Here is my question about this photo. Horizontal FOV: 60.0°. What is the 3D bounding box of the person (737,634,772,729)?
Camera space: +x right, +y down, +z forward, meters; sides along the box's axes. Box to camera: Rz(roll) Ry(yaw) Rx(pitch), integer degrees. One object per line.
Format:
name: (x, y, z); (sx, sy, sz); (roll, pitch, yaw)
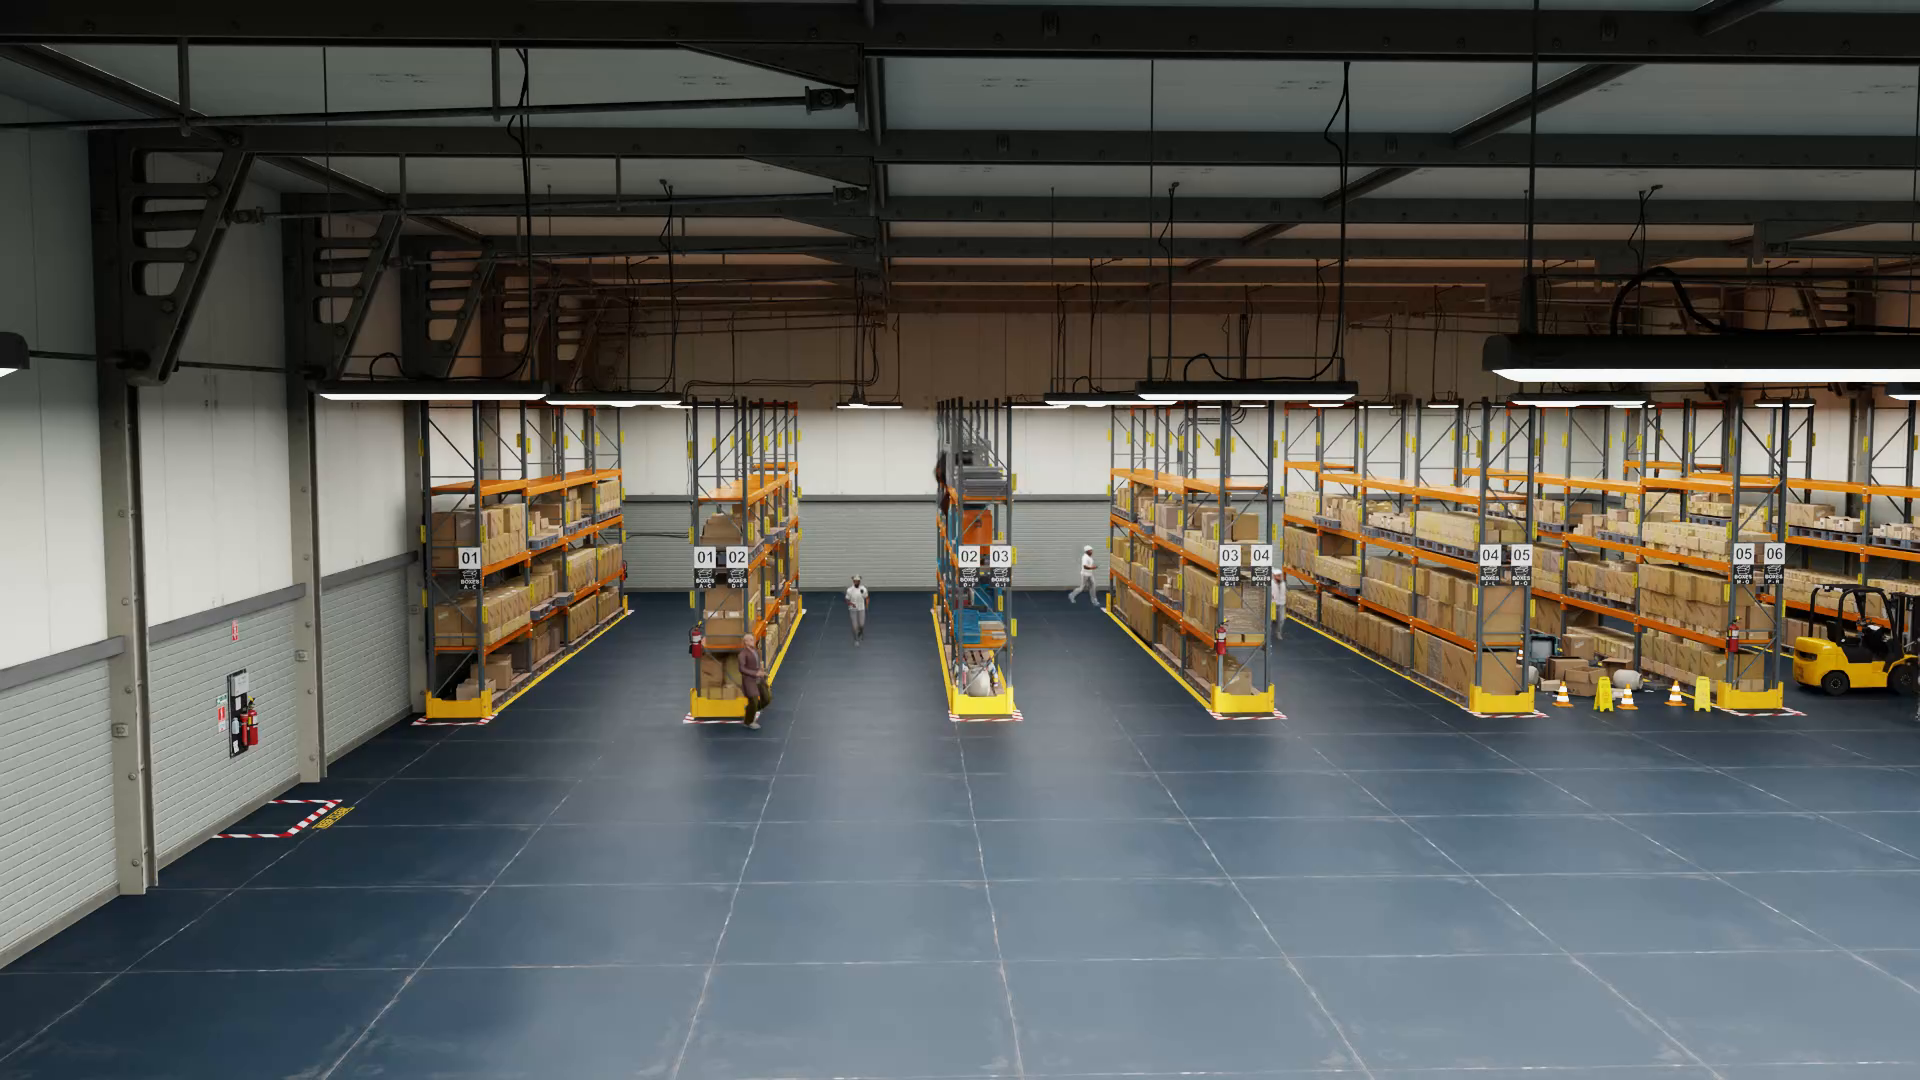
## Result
person: (-3.715, 2.550, 29.921); (0.608, 1.729, 0.698); (2, 5, 28)

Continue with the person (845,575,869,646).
person: (-2.375, 1.634, 38.661); (0.569, 1.661, 0.554); (-1, 4, -8)

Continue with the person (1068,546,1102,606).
person: (3.696, 1.054, 49.009); (0.985, 1.784, 0.711); (1, 5, 17)

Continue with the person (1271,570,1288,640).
person: (8.010, 1.623, 42.074); (0.671, 1.772, 0.798); (-1, 4, -10)
